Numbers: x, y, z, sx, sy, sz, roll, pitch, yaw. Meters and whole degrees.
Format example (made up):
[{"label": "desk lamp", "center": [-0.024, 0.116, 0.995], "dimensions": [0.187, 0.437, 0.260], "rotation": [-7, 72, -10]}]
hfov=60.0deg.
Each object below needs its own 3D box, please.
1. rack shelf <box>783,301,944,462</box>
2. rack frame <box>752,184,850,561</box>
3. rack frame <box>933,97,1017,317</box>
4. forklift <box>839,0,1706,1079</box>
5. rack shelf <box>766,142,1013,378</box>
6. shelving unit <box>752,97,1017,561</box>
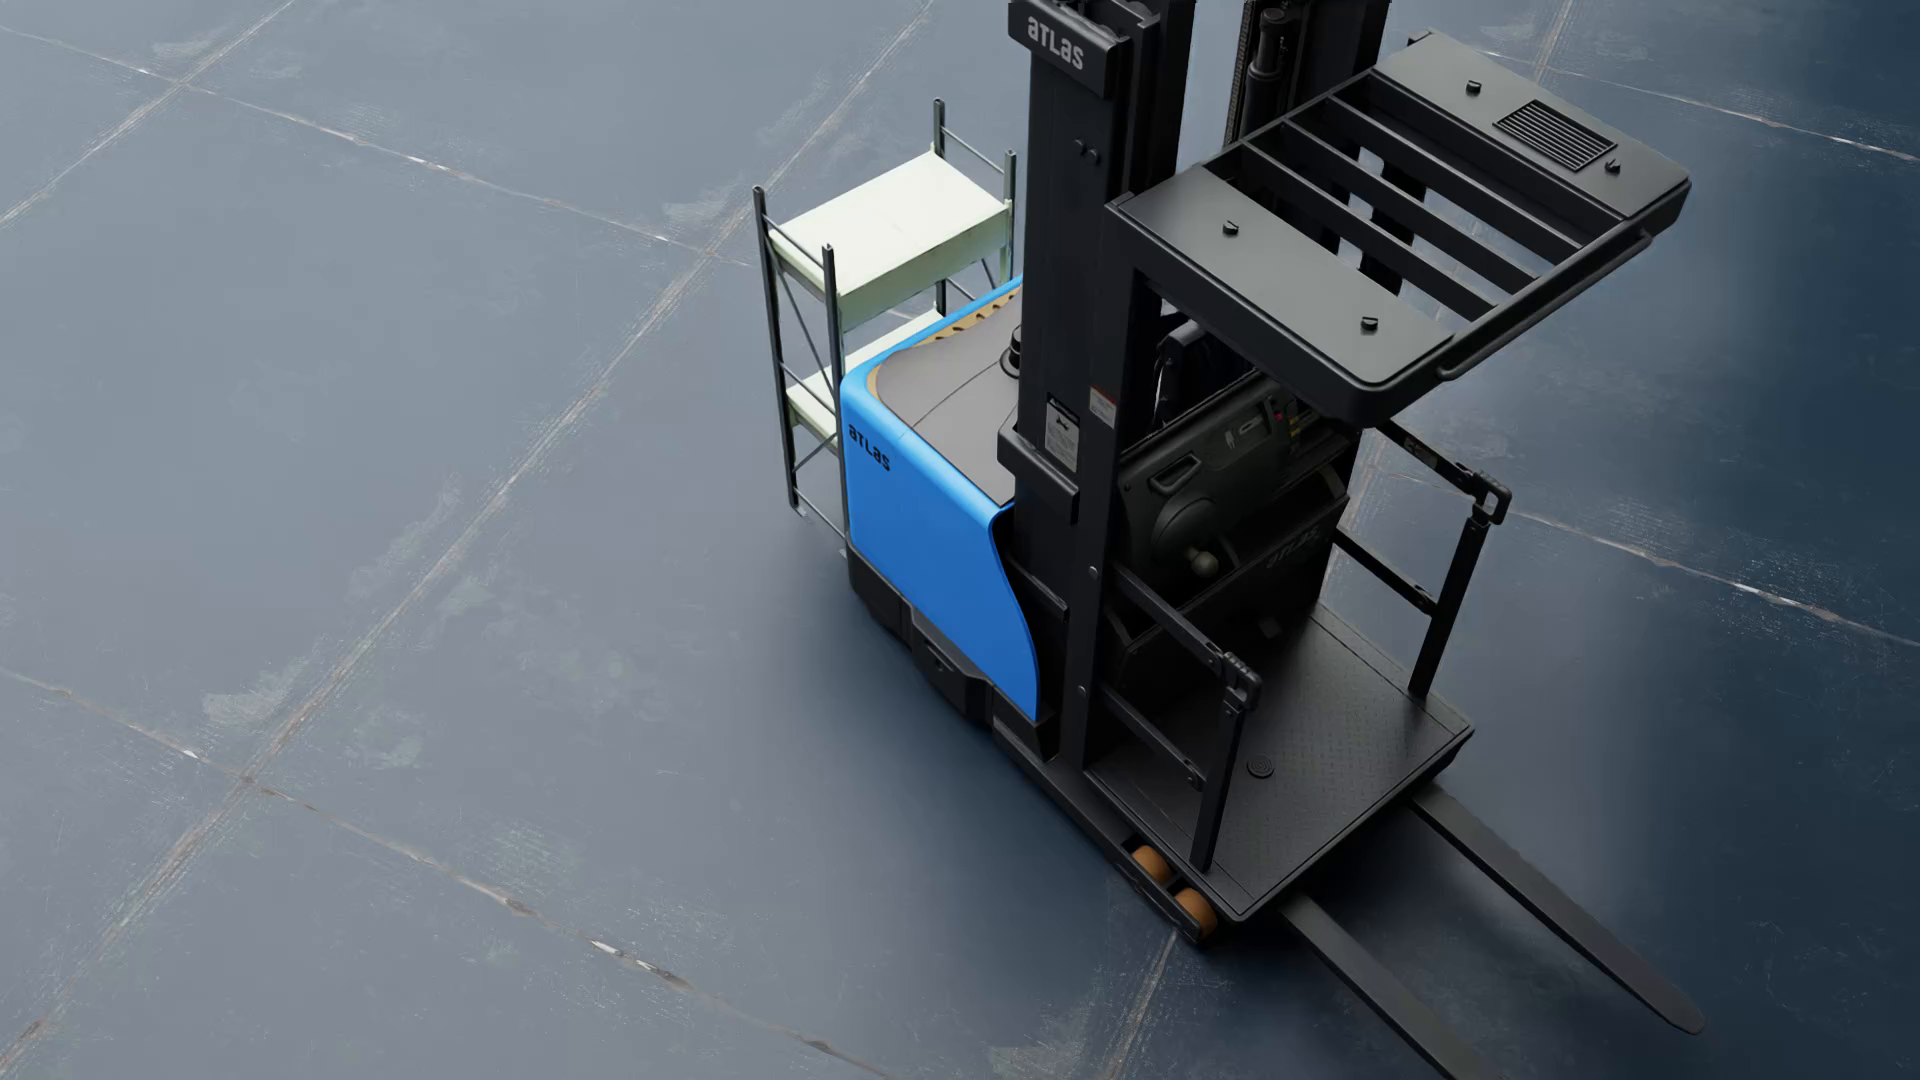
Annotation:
[{"label": "rack shelf", "center": [-0.236, -0.478, 6.100], "dimensions": [0.720, 0.370, 0.431], "rotation": [-32, 57, -24]}, {"label": "rack frame", "center": [-0.518, -0.511, 5.700], "dimensions": [0.023, 1.500, 0.400], "rotation": [-32, 57, -24]}, {"label": "rack frame", "center": [0.046, -0.867, 6.003], "dimensions": [0.023, 1.500, 0.400], "rotation": [-32, 57, -24]}, {"label": "forklift", "center": [0.925, -0.143, 4.448], "dimensions": [1.130, 2.935, 3.031], "rotation": [-32, 57, -24]}, {"label": "rack shelf", "center": [-0.236, -0.942, 5.554], "dimensions": [0.720, 0.370, 0.431], "rotation": [-32, 57, -24]}, {"label": "shelving unit", "center": [-0.236, -0.689, 5.851], "dimensions": [0.755, 1.500, 0.431], "rotation": [-32, 57, -24]}]
